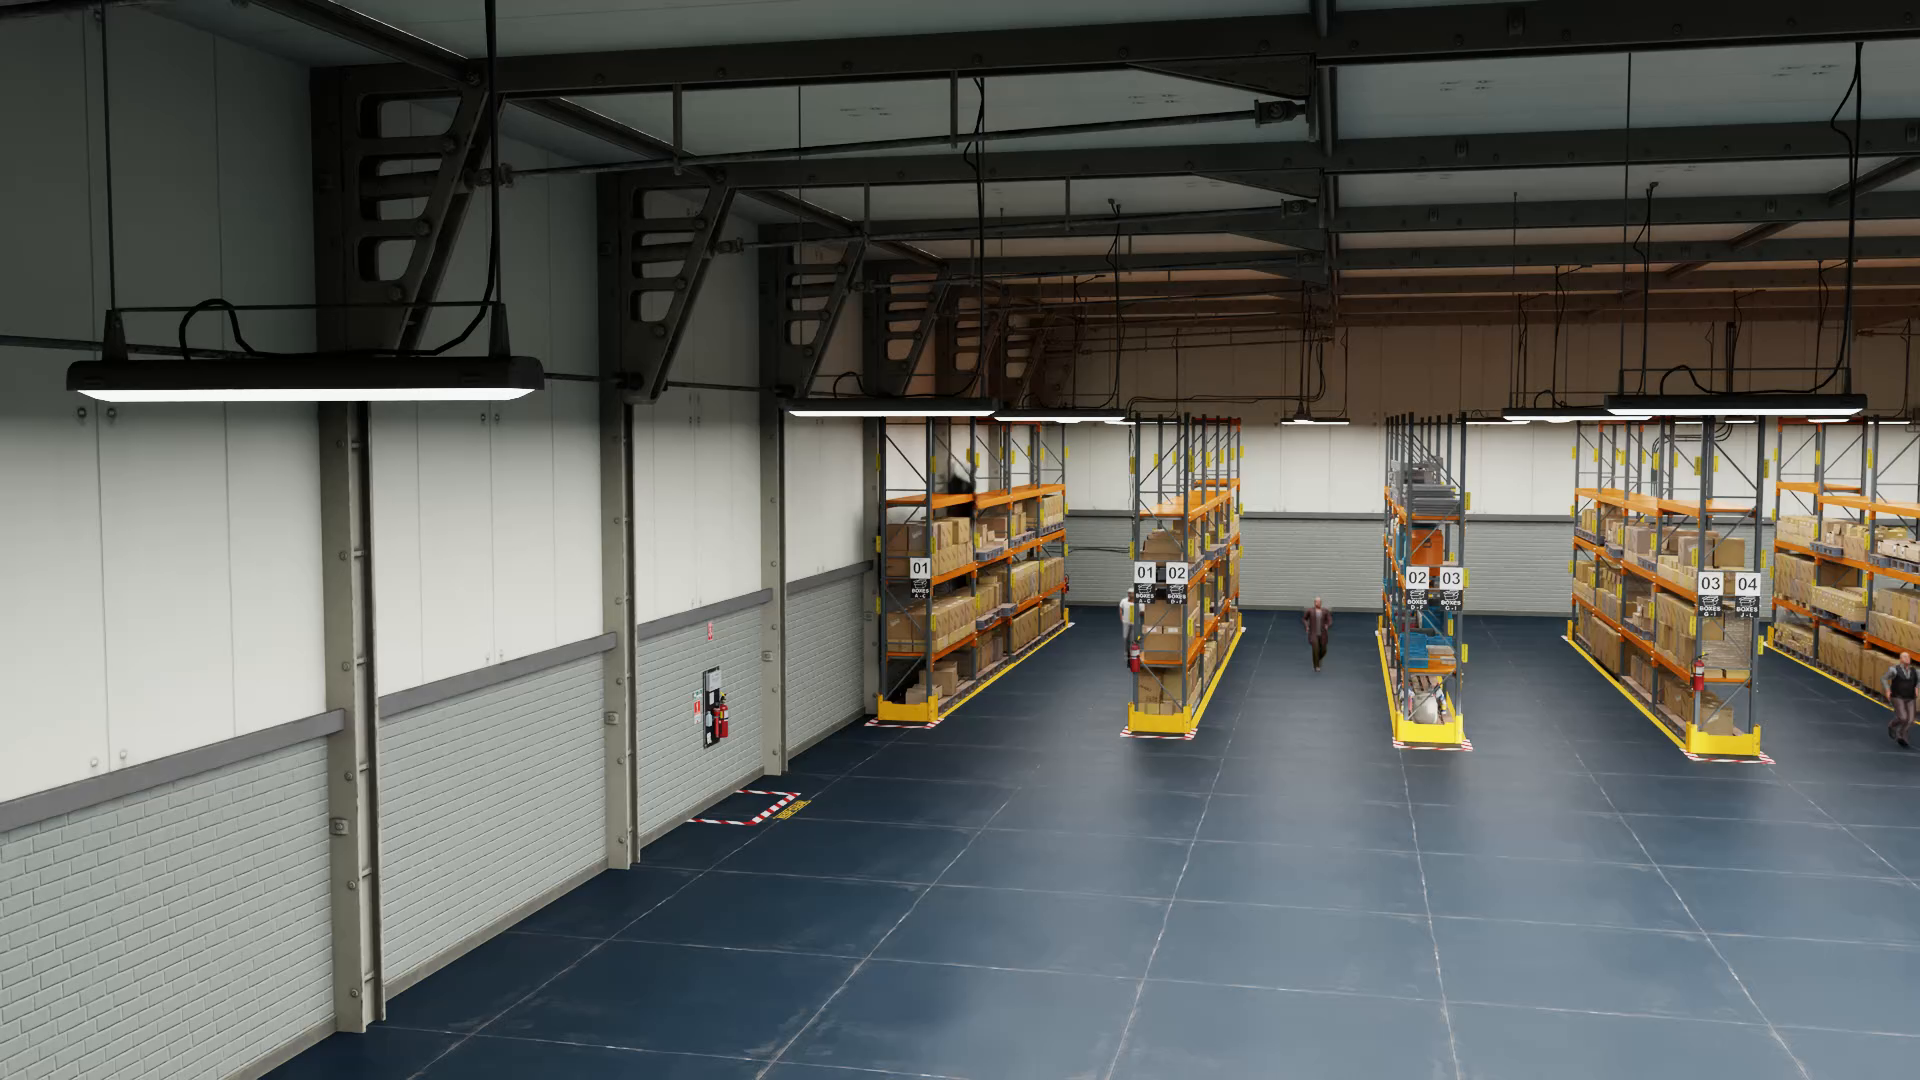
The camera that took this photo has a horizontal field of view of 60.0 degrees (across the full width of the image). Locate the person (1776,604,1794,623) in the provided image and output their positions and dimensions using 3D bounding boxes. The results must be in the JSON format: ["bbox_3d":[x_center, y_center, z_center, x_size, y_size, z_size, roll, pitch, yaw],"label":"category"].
[{"bbox_3d":[22.192,1.854,44.698,0.517,1.727,0.720,0,4,2],"label":"person"}]

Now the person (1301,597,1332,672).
[{"bbox_3d":[8.390,2.212,39.069,0.715,1.735,0.826,0,4,4],"label":"person"}]

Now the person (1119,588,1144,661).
[{"bbox_3d":[4.231,2.093,40.969,0.695,1.850,0.687,1,4,17],"label":"person"}]

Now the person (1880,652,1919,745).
[{"bbox_3d":[16.987,2.860,29.911,0.658,1.681,0.570,0,4,7],"label":"person"}]
